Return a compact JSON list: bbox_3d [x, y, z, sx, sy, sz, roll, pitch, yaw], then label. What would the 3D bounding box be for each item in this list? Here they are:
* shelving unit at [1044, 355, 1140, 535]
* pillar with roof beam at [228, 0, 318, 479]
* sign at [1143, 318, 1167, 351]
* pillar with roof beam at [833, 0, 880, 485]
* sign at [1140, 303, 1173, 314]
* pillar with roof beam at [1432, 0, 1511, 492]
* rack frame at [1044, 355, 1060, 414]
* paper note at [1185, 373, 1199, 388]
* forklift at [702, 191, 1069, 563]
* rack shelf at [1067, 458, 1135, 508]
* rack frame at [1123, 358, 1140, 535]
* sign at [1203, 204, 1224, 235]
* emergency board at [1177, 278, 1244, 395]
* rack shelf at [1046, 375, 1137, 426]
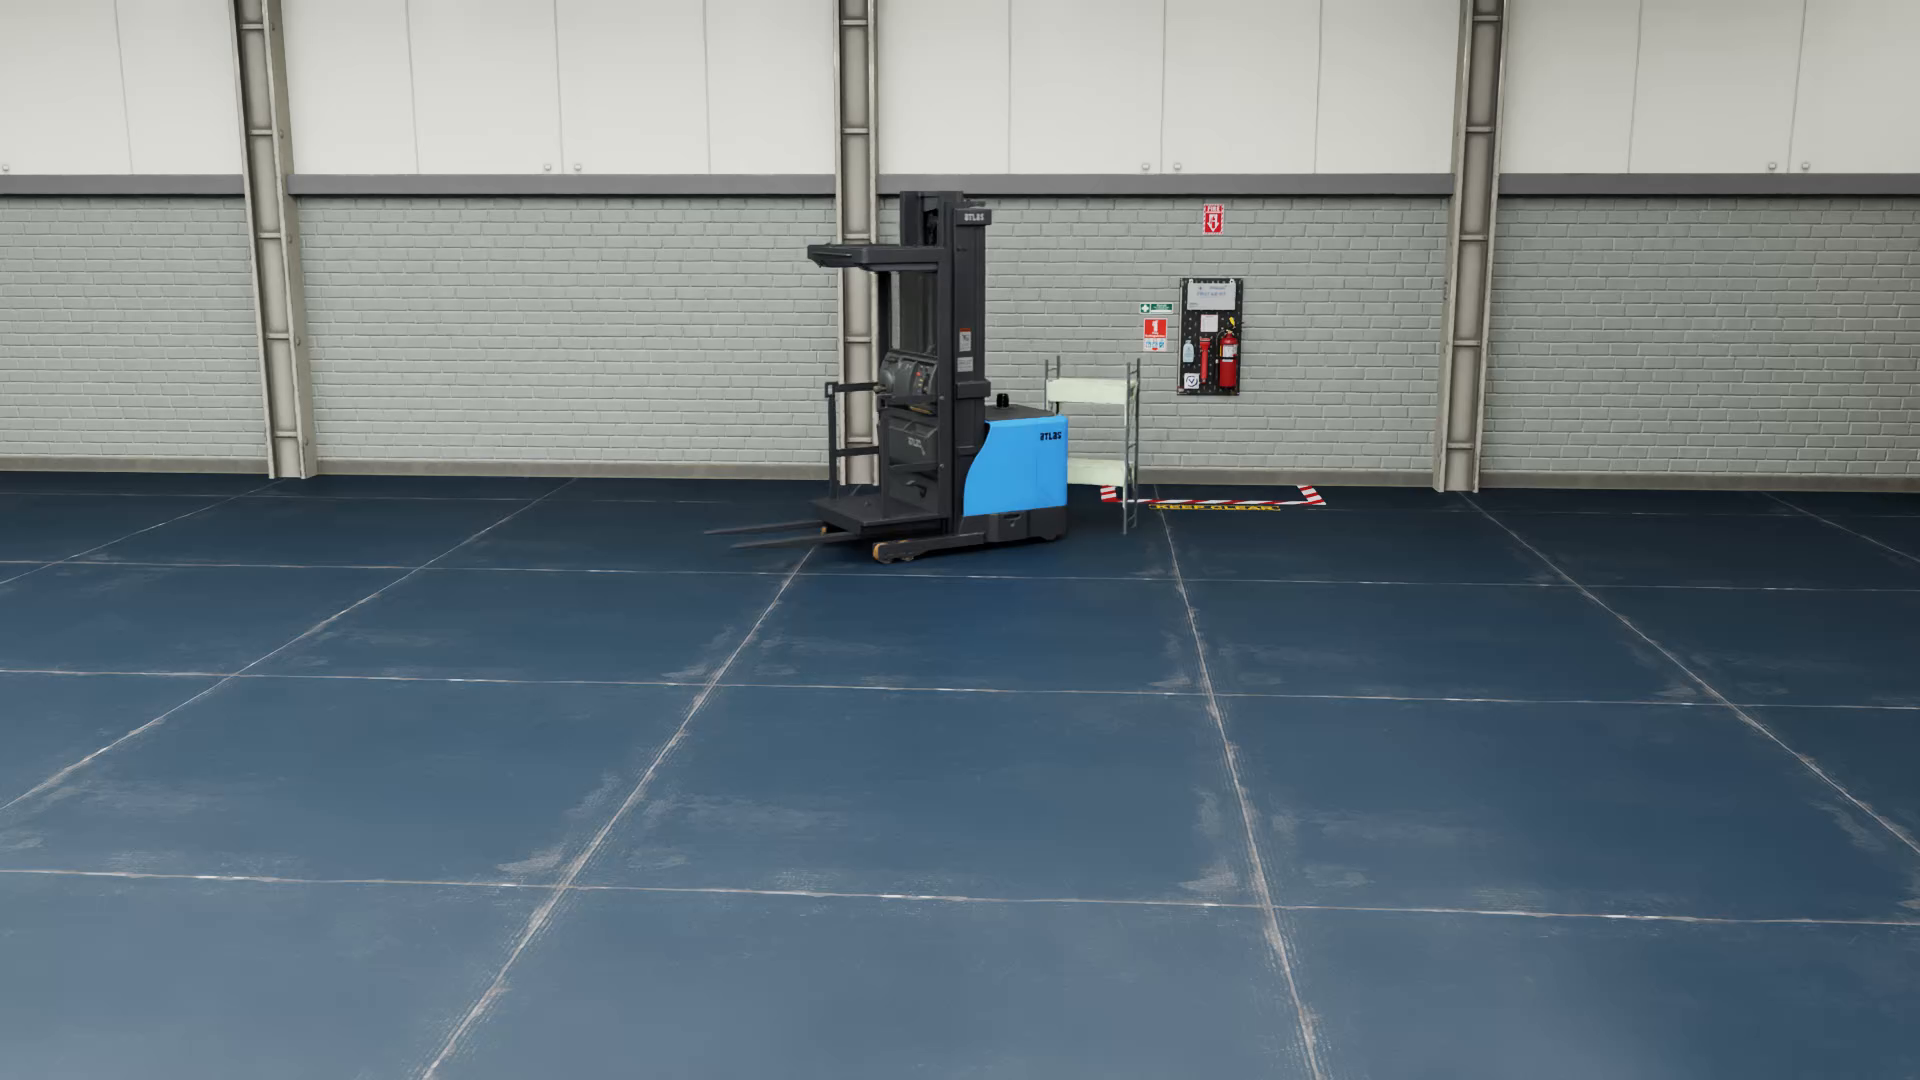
[{"bbox_3d":[1.158,-0.846,14.647,0.755,1.500,0.431,4,13,19],"label":"shelving unit"},{"bbox_3d":[-7.290,-4.198,12.358,0.400,9.000,9.100,1,12,4],"label":"pillar with roof beam"},{"bbox_3d":[1.963,-2.064,16.724,0.234,0.329,0.001,1,12,4],"label":"sign"},{"bbox_3d":[-1.303,-4.116,11.965,0.400,9.000,9.100,1,12,4],"label":"pillar with roof beam"},{"bbox_3d":[1.967,-2.322,16.660,0.331,0.109,0.001,1,12,4],"label":"sign"},{"bbox_3d":[4.683,-4.034,11.573,0.400,9.000,9.100,1,12,4],"label":"pillar with roof beam"},{"bbox_3d":[0.814,-0.871,14.768,0.023,1.500,0.400,4,13,19],"label":"rack frame"},{"bbox_3d":[2.336,-1.604,16.759,0.142,0.148,0.016,1,12,4],"label":"paper note"},{"bbox_3d":[-0.609,-1.371,13.666,3.031,2.935,1.130,-7,13,-28],"label":"forklift"},{"bbox_3d":[1.158,-0.526,14.714,0.720,0.370,0.431,4,13,19],"label":"rack shelf"},{"bbox_3d":[1.503,-0.820,14.527,0.023,1.500,0.400,4,13,19],"label":"rack frame"},{"bbox_3d":[2.506,-3.173,16.451,0.199,0.298,0.001,1,12,4],"label":"sign"},{"bbox_3d":[2.508,-2.018,16.590,0.643,1.169,0.194,1,12,4],"label":"emergency board"},{"bbox_3d":[1.158,-1.228,14.567,0.720,0.370,0.431,4,13,19],"label":"rack shelf"}]
